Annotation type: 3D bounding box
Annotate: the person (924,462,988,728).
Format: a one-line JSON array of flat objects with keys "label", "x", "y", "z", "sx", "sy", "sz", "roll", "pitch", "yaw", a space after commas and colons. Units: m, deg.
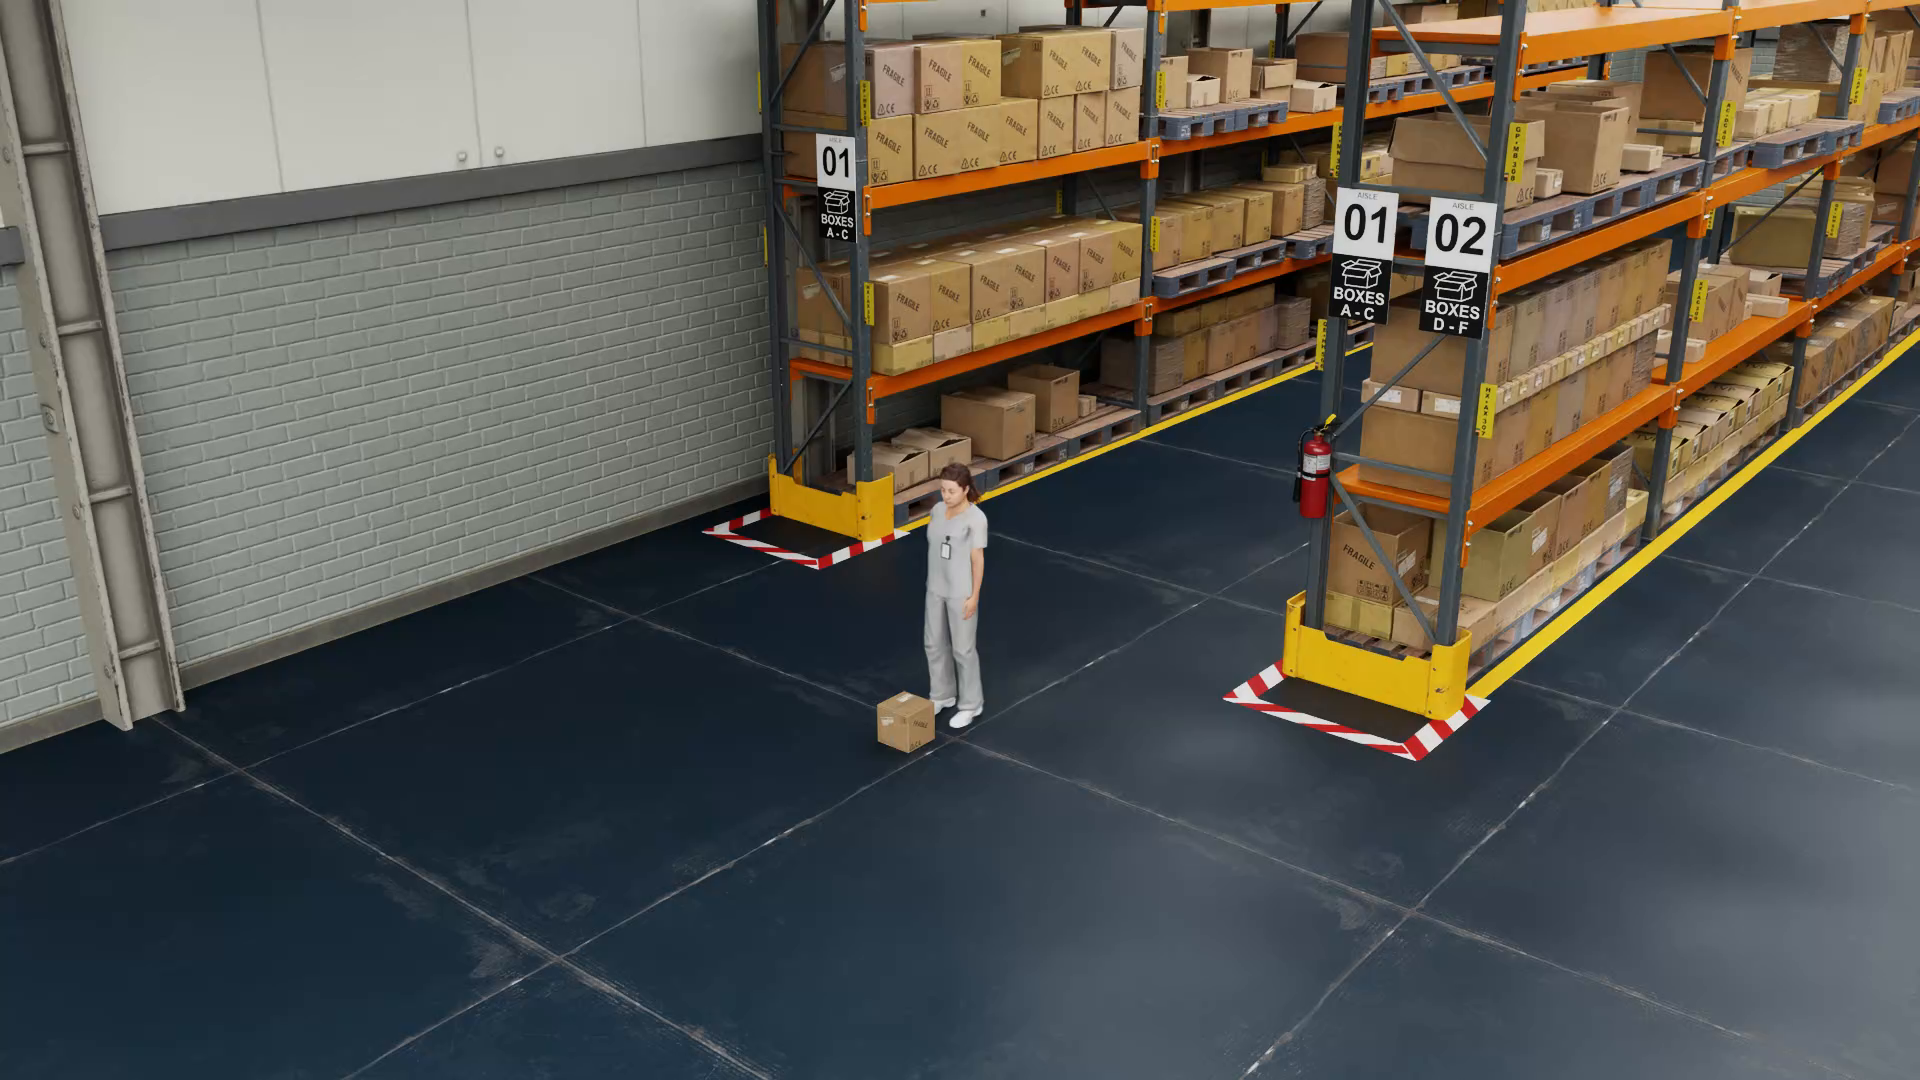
[{"label": "person", "x": -0.023, "y": 0.322, "z": 10.228, "sx": 0.440, "sy": 1.681, "sz": 0.365, "roll": 16, "pitch": 26, "yaw": 37}]
